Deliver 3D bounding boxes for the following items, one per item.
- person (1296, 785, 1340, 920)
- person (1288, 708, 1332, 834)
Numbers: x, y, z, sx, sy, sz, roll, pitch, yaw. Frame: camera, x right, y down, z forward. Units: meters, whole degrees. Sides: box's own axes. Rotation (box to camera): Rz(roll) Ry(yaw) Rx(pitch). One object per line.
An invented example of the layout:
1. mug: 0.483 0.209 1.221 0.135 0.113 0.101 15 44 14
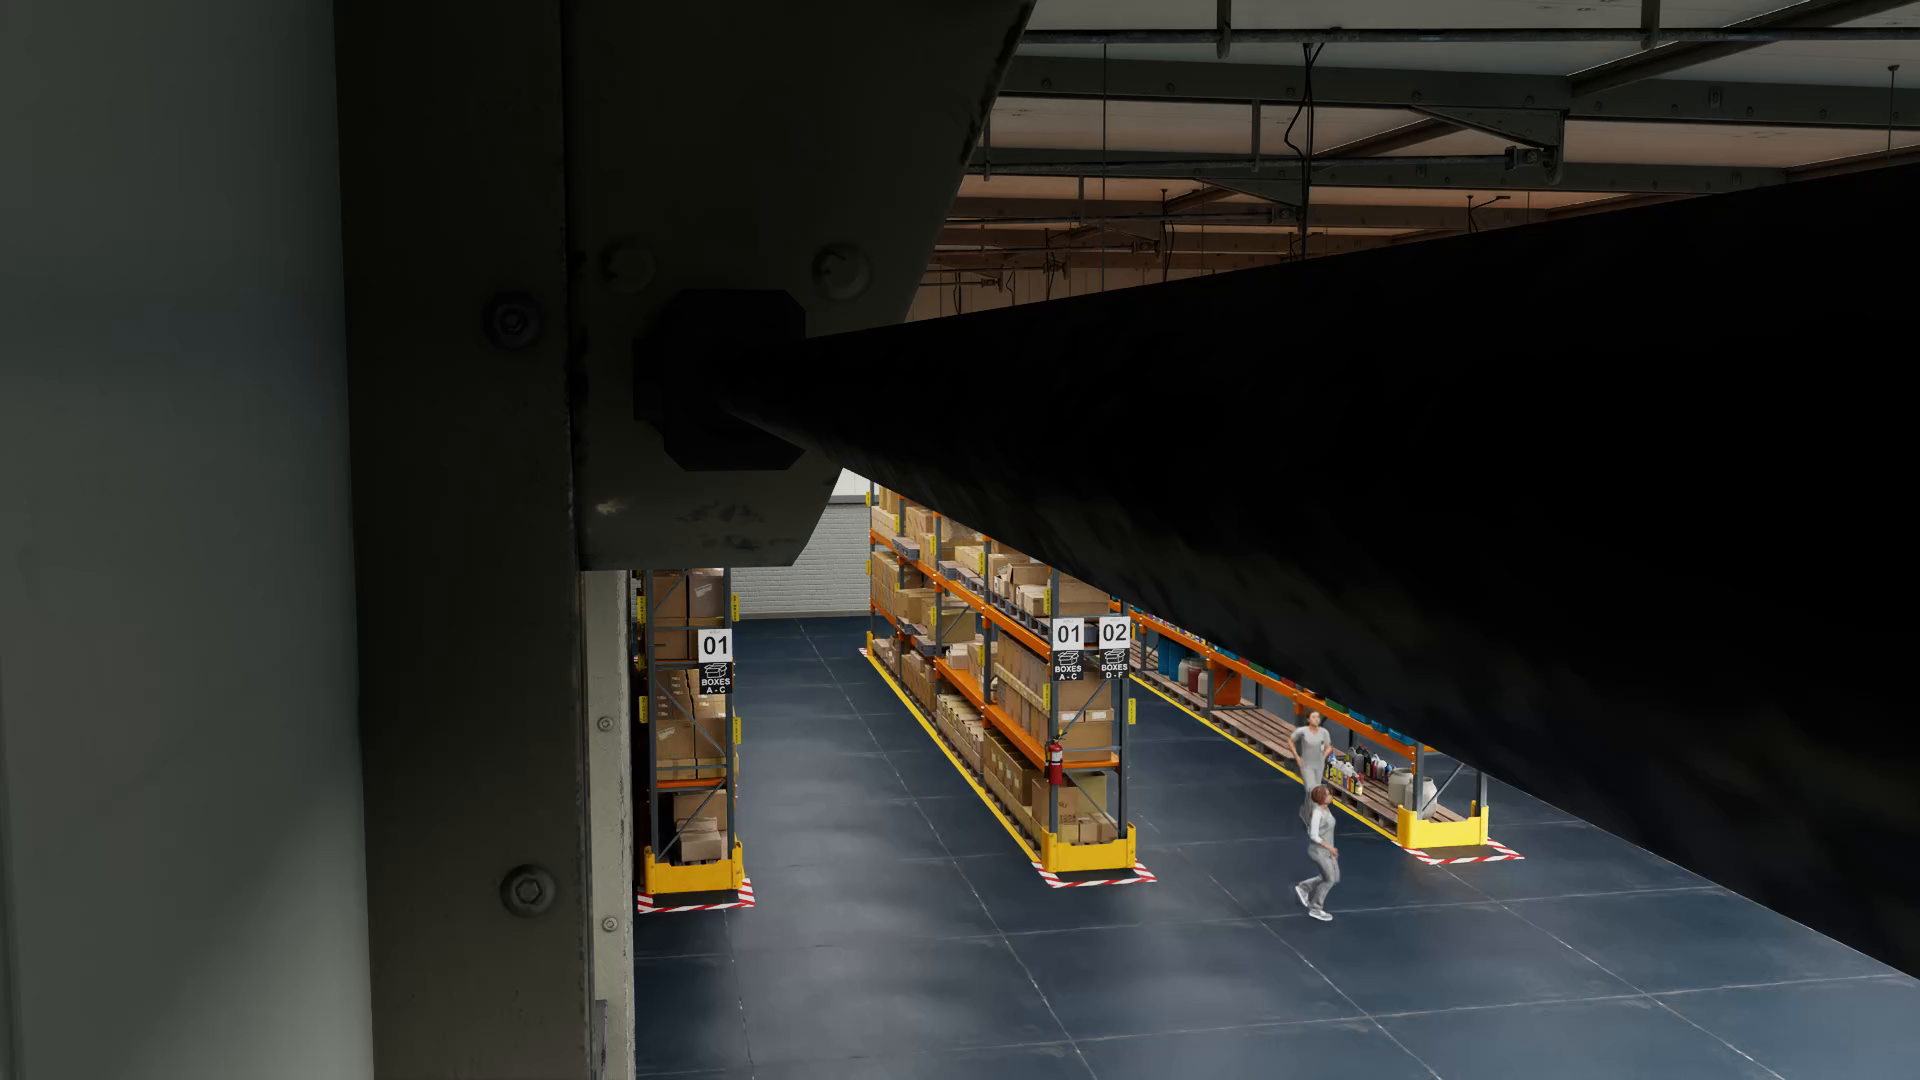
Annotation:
1. person: 4.109 3.576 19.080 0.496 1.566 0.541 2 6 19
2. person: 4.796 3.145 22.720 0.559 1.724 0.679 -1 6 -13
